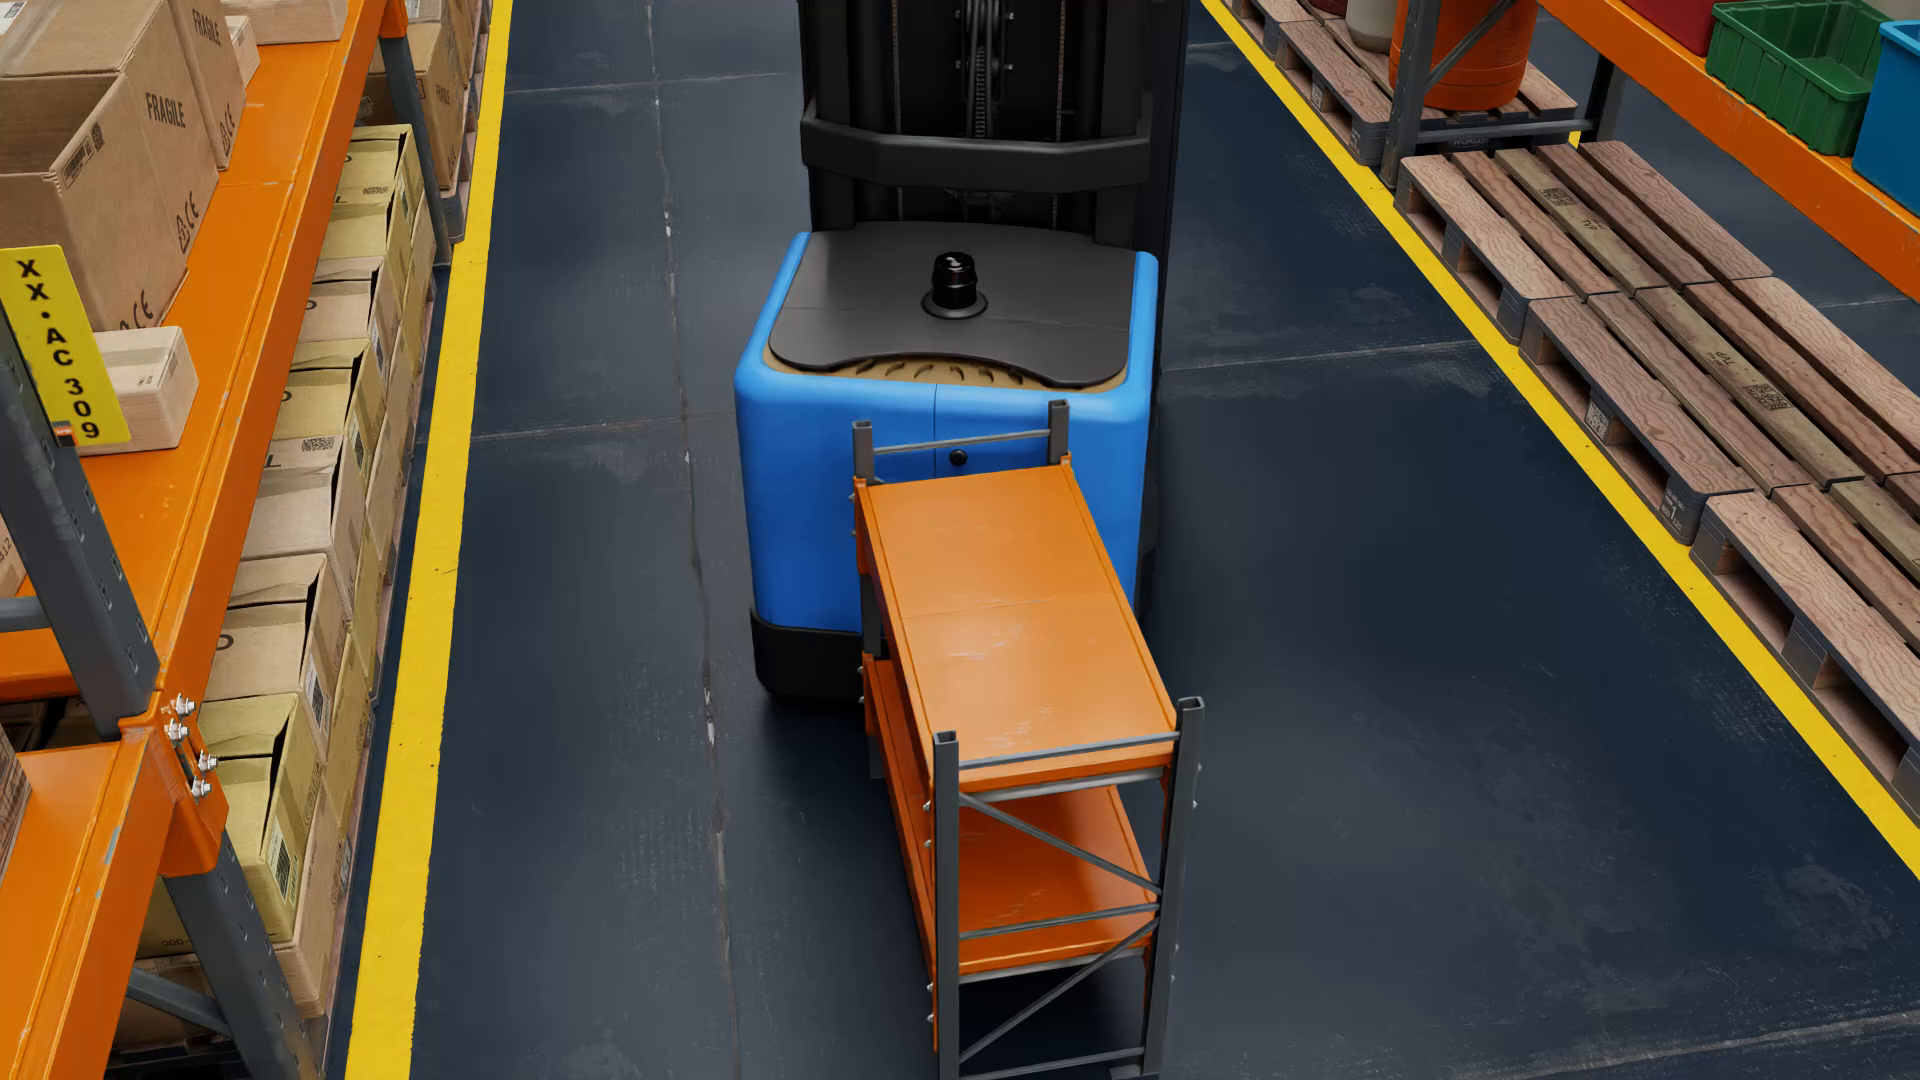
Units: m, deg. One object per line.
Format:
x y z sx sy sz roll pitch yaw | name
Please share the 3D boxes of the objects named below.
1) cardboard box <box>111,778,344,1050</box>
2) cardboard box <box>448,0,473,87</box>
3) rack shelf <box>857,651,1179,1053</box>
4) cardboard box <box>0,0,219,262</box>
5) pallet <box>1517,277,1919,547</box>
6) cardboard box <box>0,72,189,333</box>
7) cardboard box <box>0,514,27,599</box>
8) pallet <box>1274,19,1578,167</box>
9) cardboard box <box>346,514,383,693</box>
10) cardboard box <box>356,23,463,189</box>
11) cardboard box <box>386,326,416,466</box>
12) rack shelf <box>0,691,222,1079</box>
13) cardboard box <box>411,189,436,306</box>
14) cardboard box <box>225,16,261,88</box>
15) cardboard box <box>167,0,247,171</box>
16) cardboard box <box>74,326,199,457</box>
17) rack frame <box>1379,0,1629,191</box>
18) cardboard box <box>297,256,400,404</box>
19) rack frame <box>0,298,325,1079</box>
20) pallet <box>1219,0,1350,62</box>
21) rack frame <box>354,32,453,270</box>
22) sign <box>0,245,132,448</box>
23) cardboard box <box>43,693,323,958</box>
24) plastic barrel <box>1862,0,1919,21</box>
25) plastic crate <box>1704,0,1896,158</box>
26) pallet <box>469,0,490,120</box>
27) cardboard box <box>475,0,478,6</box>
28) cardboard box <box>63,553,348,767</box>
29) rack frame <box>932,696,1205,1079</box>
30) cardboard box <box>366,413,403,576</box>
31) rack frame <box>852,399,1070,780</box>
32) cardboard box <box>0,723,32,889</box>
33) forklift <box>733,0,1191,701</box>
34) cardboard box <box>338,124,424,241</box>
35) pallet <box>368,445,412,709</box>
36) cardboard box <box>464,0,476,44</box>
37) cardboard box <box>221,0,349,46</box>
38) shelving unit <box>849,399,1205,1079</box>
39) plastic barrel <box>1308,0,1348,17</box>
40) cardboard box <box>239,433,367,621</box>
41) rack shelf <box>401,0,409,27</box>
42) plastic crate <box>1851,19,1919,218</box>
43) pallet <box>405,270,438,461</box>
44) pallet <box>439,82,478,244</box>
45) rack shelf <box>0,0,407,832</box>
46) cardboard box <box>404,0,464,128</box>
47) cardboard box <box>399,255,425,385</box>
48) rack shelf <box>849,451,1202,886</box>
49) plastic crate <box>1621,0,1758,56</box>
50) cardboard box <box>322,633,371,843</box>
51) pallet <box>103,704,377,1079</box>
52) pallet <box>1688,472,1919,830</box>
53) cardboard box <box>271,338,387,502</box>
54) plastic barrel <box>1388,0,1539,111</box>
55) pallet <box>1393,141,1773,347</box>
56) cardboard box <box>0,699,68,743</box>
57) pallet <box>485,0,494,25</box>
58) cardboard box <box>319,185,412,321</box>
-1.664 0.811 3.660 0.500 0.250 0.500 -7 38 -9 | cardboard box
-2.517 -2.366 7.530 0.500 0.500 0.500 -7 38 -9 | cardboard box
0.101 0.655 3.888 0.538 0.278 1.000 -7 38 -9 | rack shelf
-2.135 -0.965 3.965 0.500 0.500 0.500 -6 38 -8 | cardboard box
2.647 -0.477 5.692 1.003 0.211 1.213 -6 38 -8 | pallet
-2.048 -0.662 3.576 0.500 0.500 0.500 -4 38 -5 | cardboard box
-1.966 -0.072 3.020 0.500 0.250 0.500 -4 38 -5 | cardboard box
2.160 -2.156 7.853 1.003 0.211 1.213 -6 38 -8 | pallet
-1.845 0.189 4.460 0.500 0.250 0.500 -7 38 -9 | cardboard box
-2.336 -1.747 6.733 0.500 0.500 0.500 -5 38 -6 | cardboard box
-2.027 -0.428 5.255 0.500 0.250 0.500 -5 38 -7 | cardboard box
-1.486 1.653 1.263 1.077 0.370 4.000 -6 38 -8 | rack shelf
-2.206 -1.043 6.047 0.500 0.250 0.500 -5 38 -7 | cardboard box
-2.259 -1.392 4.801 0.380 0.149 0.250 -4 38 -5 | cardboard box
-2.228 -1.283 4.375 0.500 0.500 0.500 -8 39 -10 | cardboard box
-1.791 -0.297 3.392 0.380 0.149 0.250 -6 38 -8 | cardboard box
2.339 -2.785 6.390 1.000 3.000 0.127 -6 38 -8 | rack frame
-2.020 -0.648 5.081 0.500 0.311 0.500 -6 38 -8 | cardboard box
-1.840 0.161 2.597 0.949 2.616 0.053 -6 38 -8 | rack frame
1.950 -2.891 8.800 1.003 0.211 1.213 -6 38 -8 | pallet
-2.538 -2.255 5.708 1.000 3.000 0.127 -6 38 -8 | rack frame
-1.291 -0.273 2.386 0.100 0.325 0.005 -6 38 -8 | sign
-1.664 0.583 3.496 0.500 0.311 0.500 -6 38 -8 | cardboard box
2.884 -1.729 4.920 0.433 0.535 0.433 0 38 0 | plastic barrel
2.457 -1.307 4.660 0.450 0.188 0.662 -6 38 -8 | plastic crate
-2.842 -2.344 8.095 1.003 0.211 1.213 -6 38 -8 | pallet
-2.705 -2.988 8.330 0.500 0.500 0.500 -6 38 -7 | cardboard box
-1.747 0.280 3.886 0.500 0.311 0.500 -7 38 -8 | cardboard box
0.199 0.768 3.344 0.500 1.125 0.032 -7 38 -9 | rack frame
-1.934 -0.118 4.856 0.500 0.250 0.500 -6 38 -7 | cardboard box
0.004 0.156 4.132 0.500 1.125 0.032 -7 38 -9 | rack frame
-1.753 0.389 2.223 0.700 0.500 0.500 -7 38 -9 | cardboard box
0.124 -1.564 4.875 1.130 2.935 3.031 4 38 6 | forklift
-2.204 -1.267 5.877 0.500 0.311 0.500 -5 38 -7 | cardboard box
-2.222 0.083 4.971 1.003 0.211 1.213 -6 38 -8 | pallet
-2.613 -2.681 7.935 0.500 0.500 0.500 -7 38 -9 | cardboard box
-2.108 -1.642 5.124 0.380 0.149 0.250 -6 38 -8 | cardboard box
0.101 0.462 3.738 0.538 1.125 1.048 -7 38 -9 | shelving unit
2.039 -2.975 8.257 0.600 0.588 0.708 -6 38 -8 | plastic barrel
-1.838 -0.032 4.288 0.500 0.311 0.500 -7 38 -9 | cardboard box
-2.889 -3.179 7.483 1.077 0.370 4.000 -6 38 -8 | rack shelf
2.541 -0.996 4.100 0.392 0.384 0.575 -6 38 -8 | plastic crate
-2.432 -0.652 5.918 1.003 0.211 1.213 -6 38 -8 | pallet
-2.632 -1.609 7.149 1.003 0.211 1.213 -6 38 -8 | pallet
-2.187 -0.763 4.373 1.077 0.370 4.000 -6 38 -8 | rack shelf
-2.434 -2.063 7.139 0.500 0.500 0.500 -8 38 -10 | cardboard box
-2.112 -0.732 5.647 0.500 0.250 0.500 -7 38 -8 | cardboard box
0.101 0.231 3.558 0.538 0.278 1.000 -7 38 -9 | rack shelf
2.321 -1.802 5.072 0.402 0.464 0.583 -6 38 -8 | plastic crate
-1.752 0.502 4.058 0.500 0.250 0.500 -5 38 -7 | cardboard box
-2.004 0.821 4.021 1.003 0.211 1.213 -6 38 -8 | pallet
2.865 0.262 4.741 1.003 0.211 1.213 -6 38 -8 | pallet
-1.935 -0.345 4.691 0.500 0.311 0.500 -5 38 -7 | cardboard box
2.237 -2.388 7.305 0.600 0.830 0.708 -6 38 -8 | plastic barrel
2.437 -1.212 6.638 1.003 0.211 1.213 -6 38 -8 | pallet
-2.287 0.332 3.819 0.500 0.311 0.500 -5 38 -7 | cardboard box
-3.059 -3.082 9.046 1.003 0.211 1.213 -6 38 -8 | pallet
-2.106 -0.953 5.474 0.500 0.311 0.500 -7 38 -9 | cardboard box
